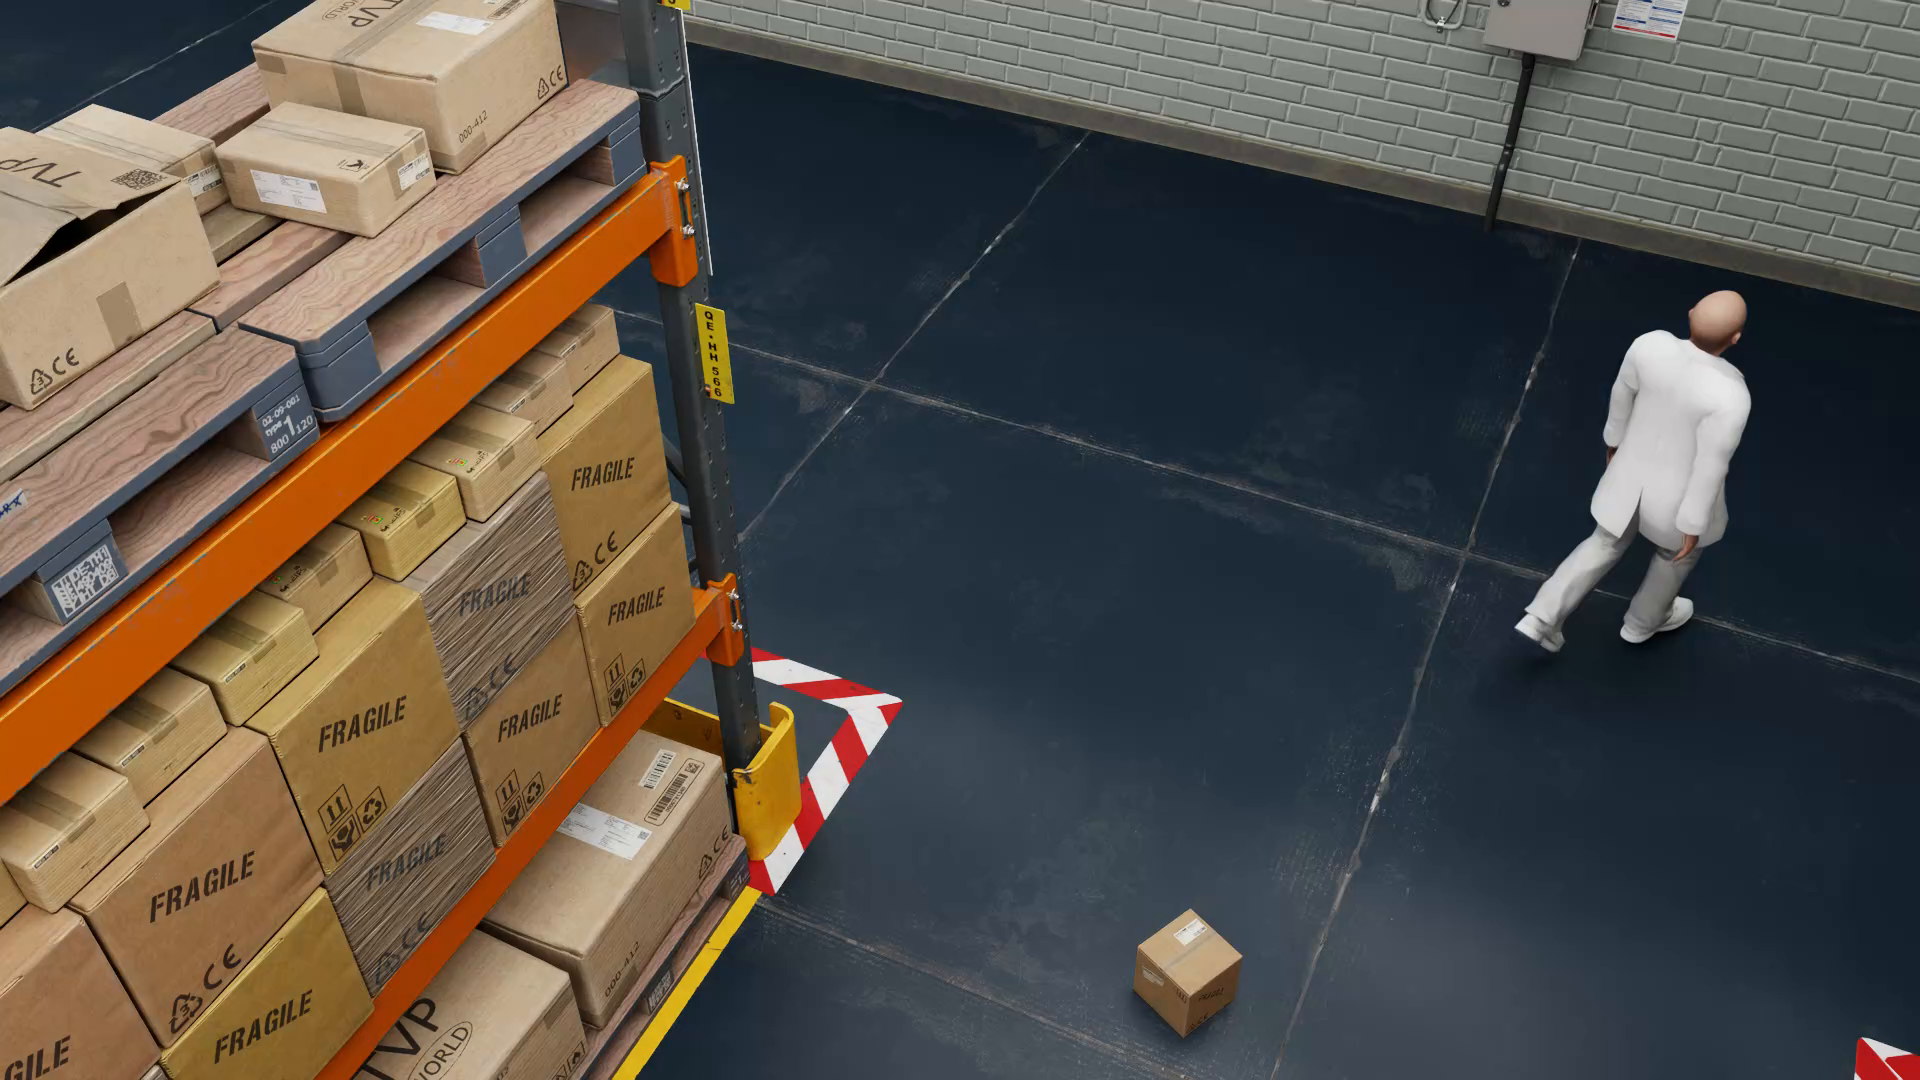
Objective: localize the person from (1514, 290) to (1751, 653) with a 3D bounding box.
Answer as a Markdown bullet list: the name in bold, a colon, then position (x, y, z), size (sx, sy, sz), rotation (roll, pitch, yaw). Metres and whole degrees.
- **person**: position (2.667, -0.227, 6.416), size (0.959, 1.746, 0.604), rotation (-24, 47, -25)
